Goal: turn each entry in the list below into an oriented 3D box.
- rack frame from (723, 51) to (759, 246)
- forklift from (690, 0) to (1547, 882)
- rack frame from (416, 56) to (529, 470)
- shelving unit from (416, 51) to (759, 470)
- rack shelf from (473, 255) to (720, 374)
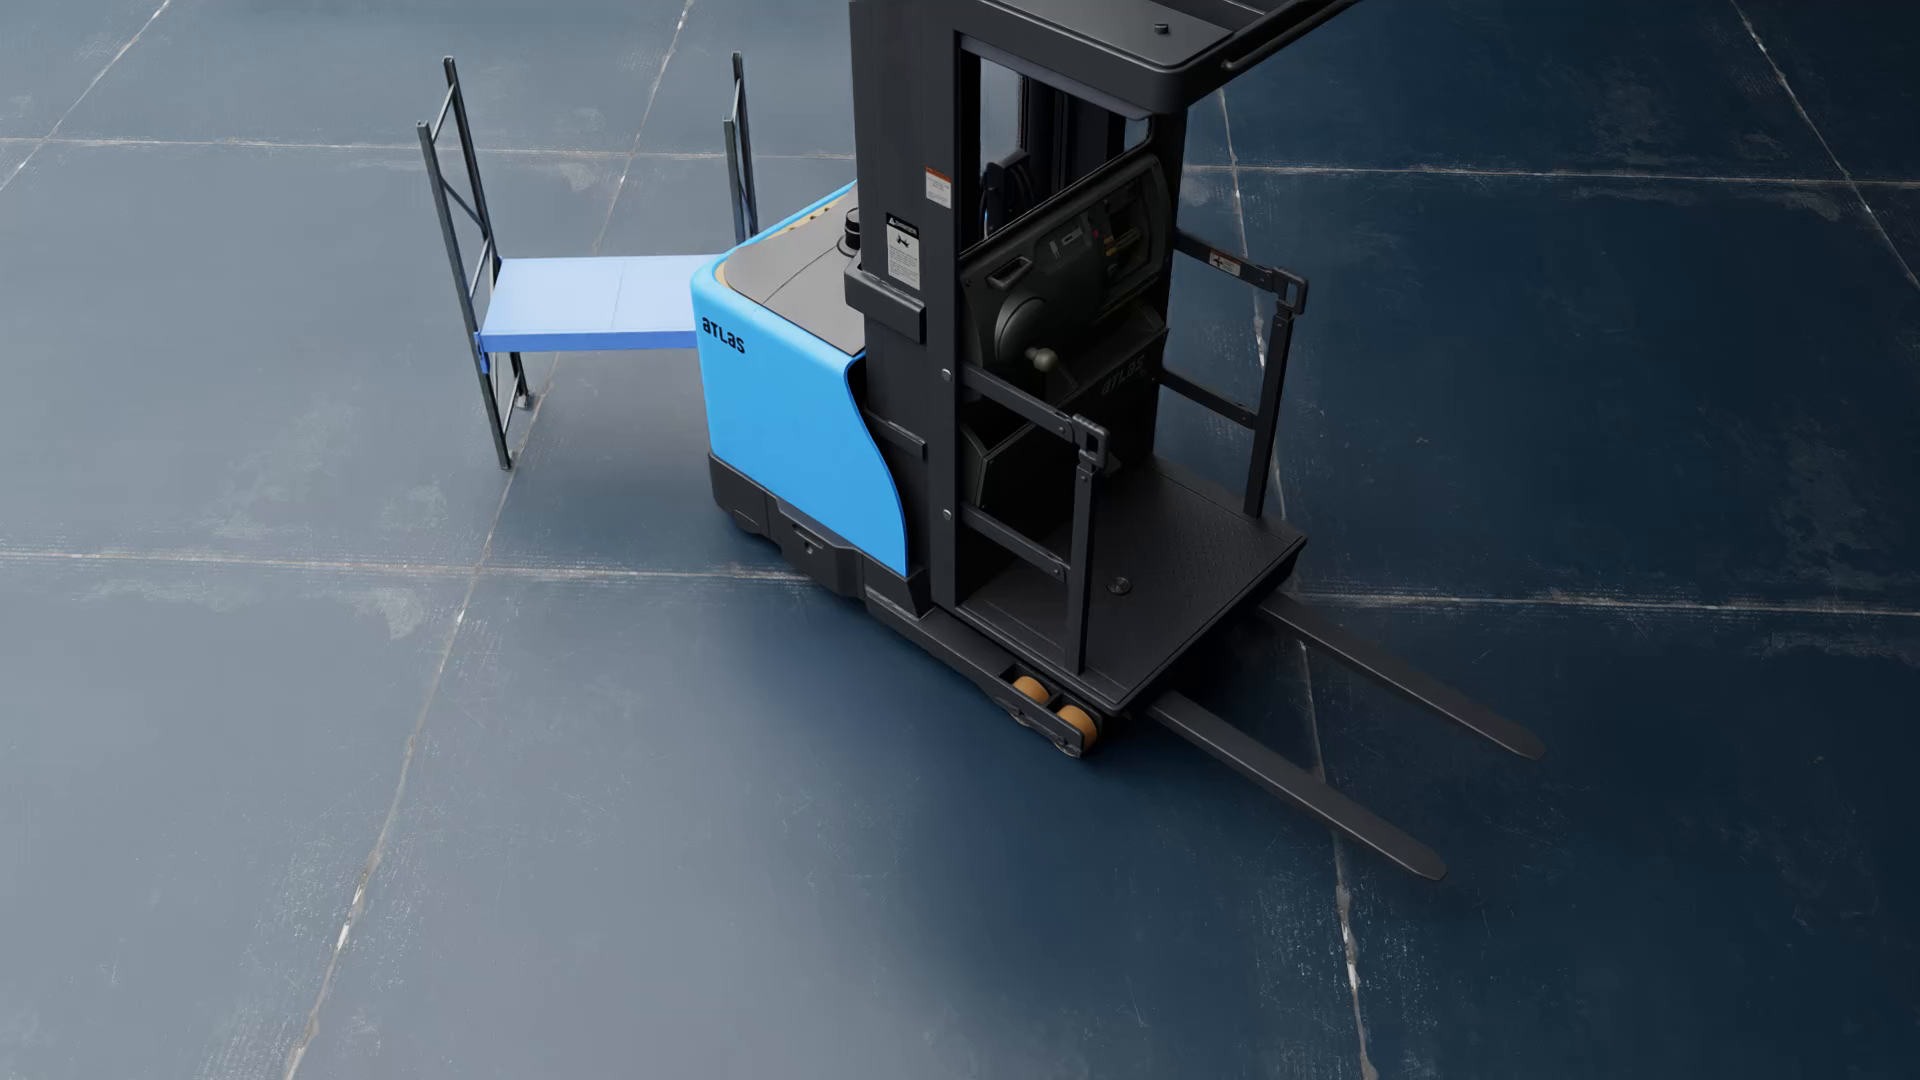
[{"bbox_3d":[-0.785,-1.020,6.245,0.032,1.500,0.500,-1,43,-1],"label":"rack frame"},{"bbox_3d":[0.495,-0.770,4.926,3.031,2.935,1.130,31,51,29],"label":"forklift"},{"bbox_3d":[-1.801,-0.996,6.218,0.032,1.500,0.500,-1,43,-1],"label":"rack frame"},{"bbox_3d":[-1.293,-1.008,6.231,1.048,1.500,0.538,-1,43,-1],"label":"shelving unit"},{"bbox_3d":[-1.293,-0.876,6.354,1.000,0.185,0.538,-1,43,-1],"label":"rack shelf"}]
